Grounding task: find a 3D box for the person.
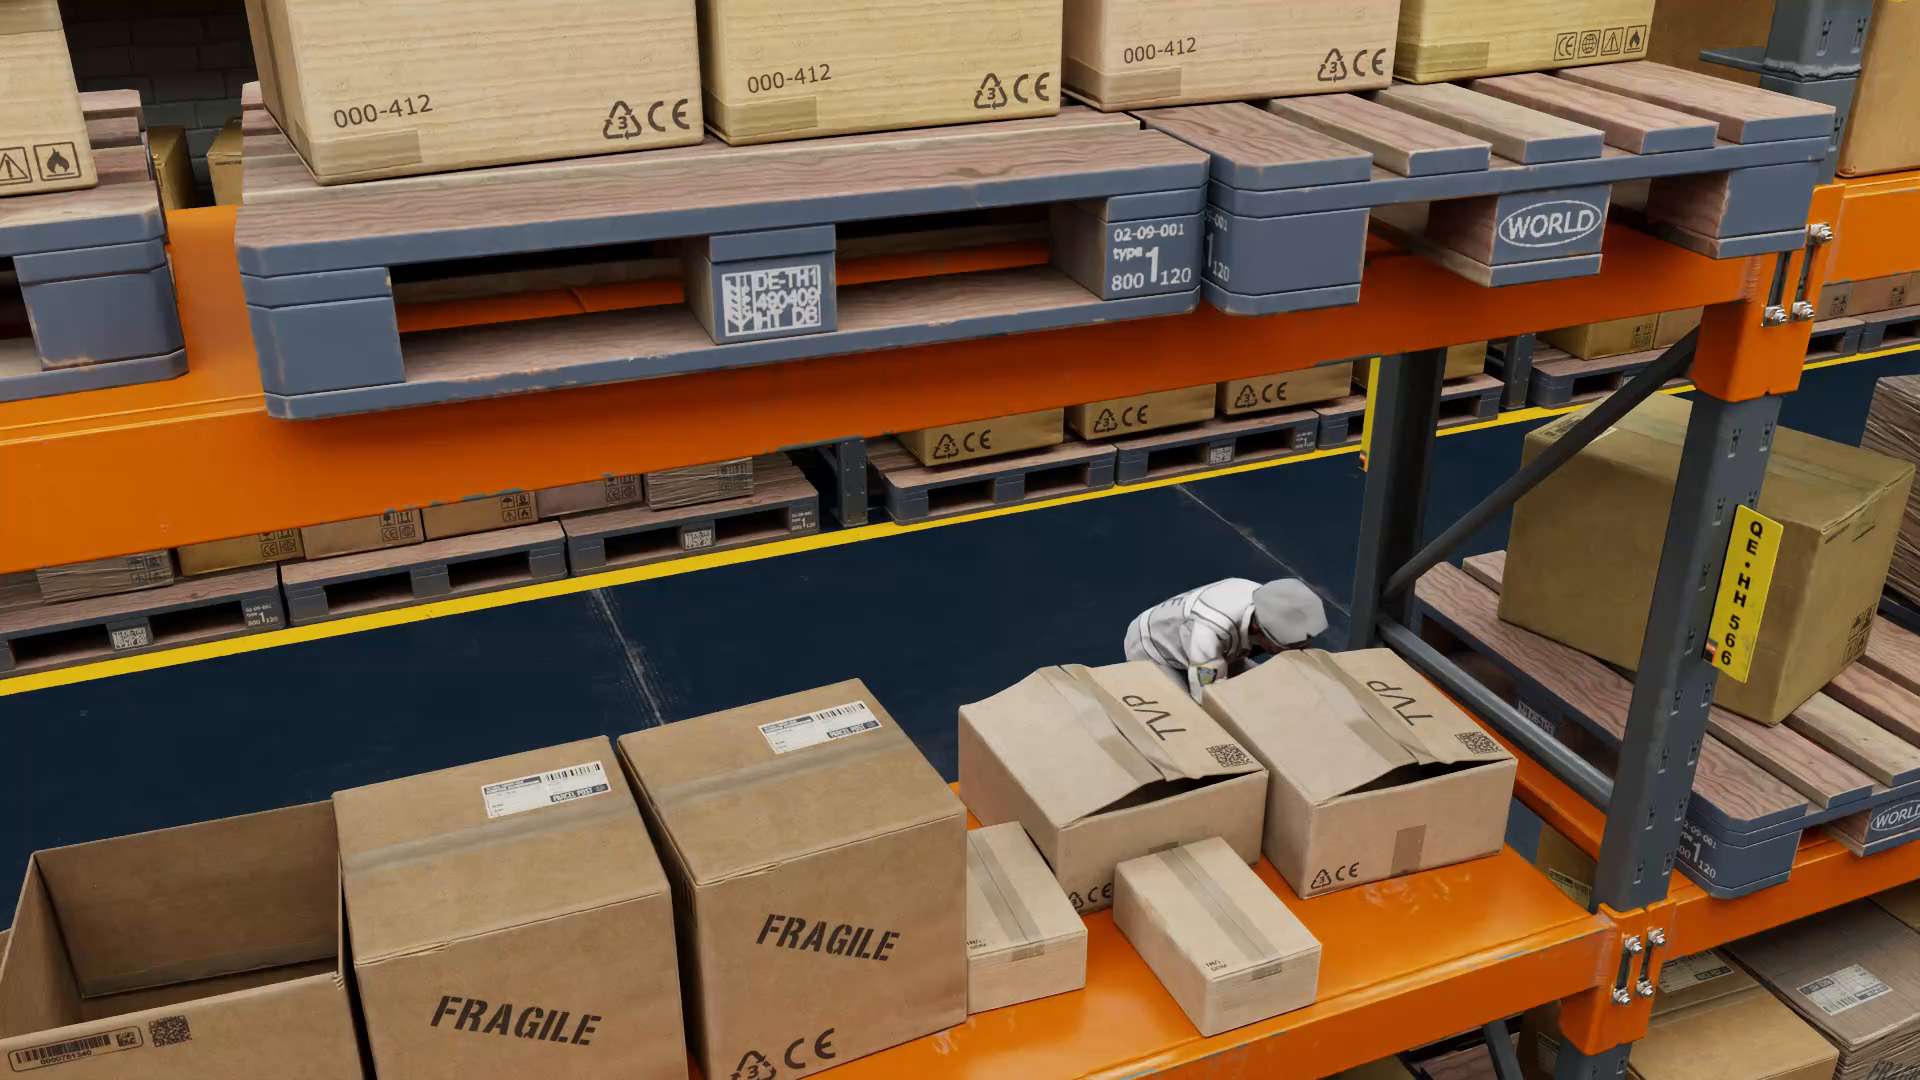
[{"bbox_3d":[0.930,0.494,5.904,0.484,0.968,0.836,-11,28,-21],"label":"person"}]
